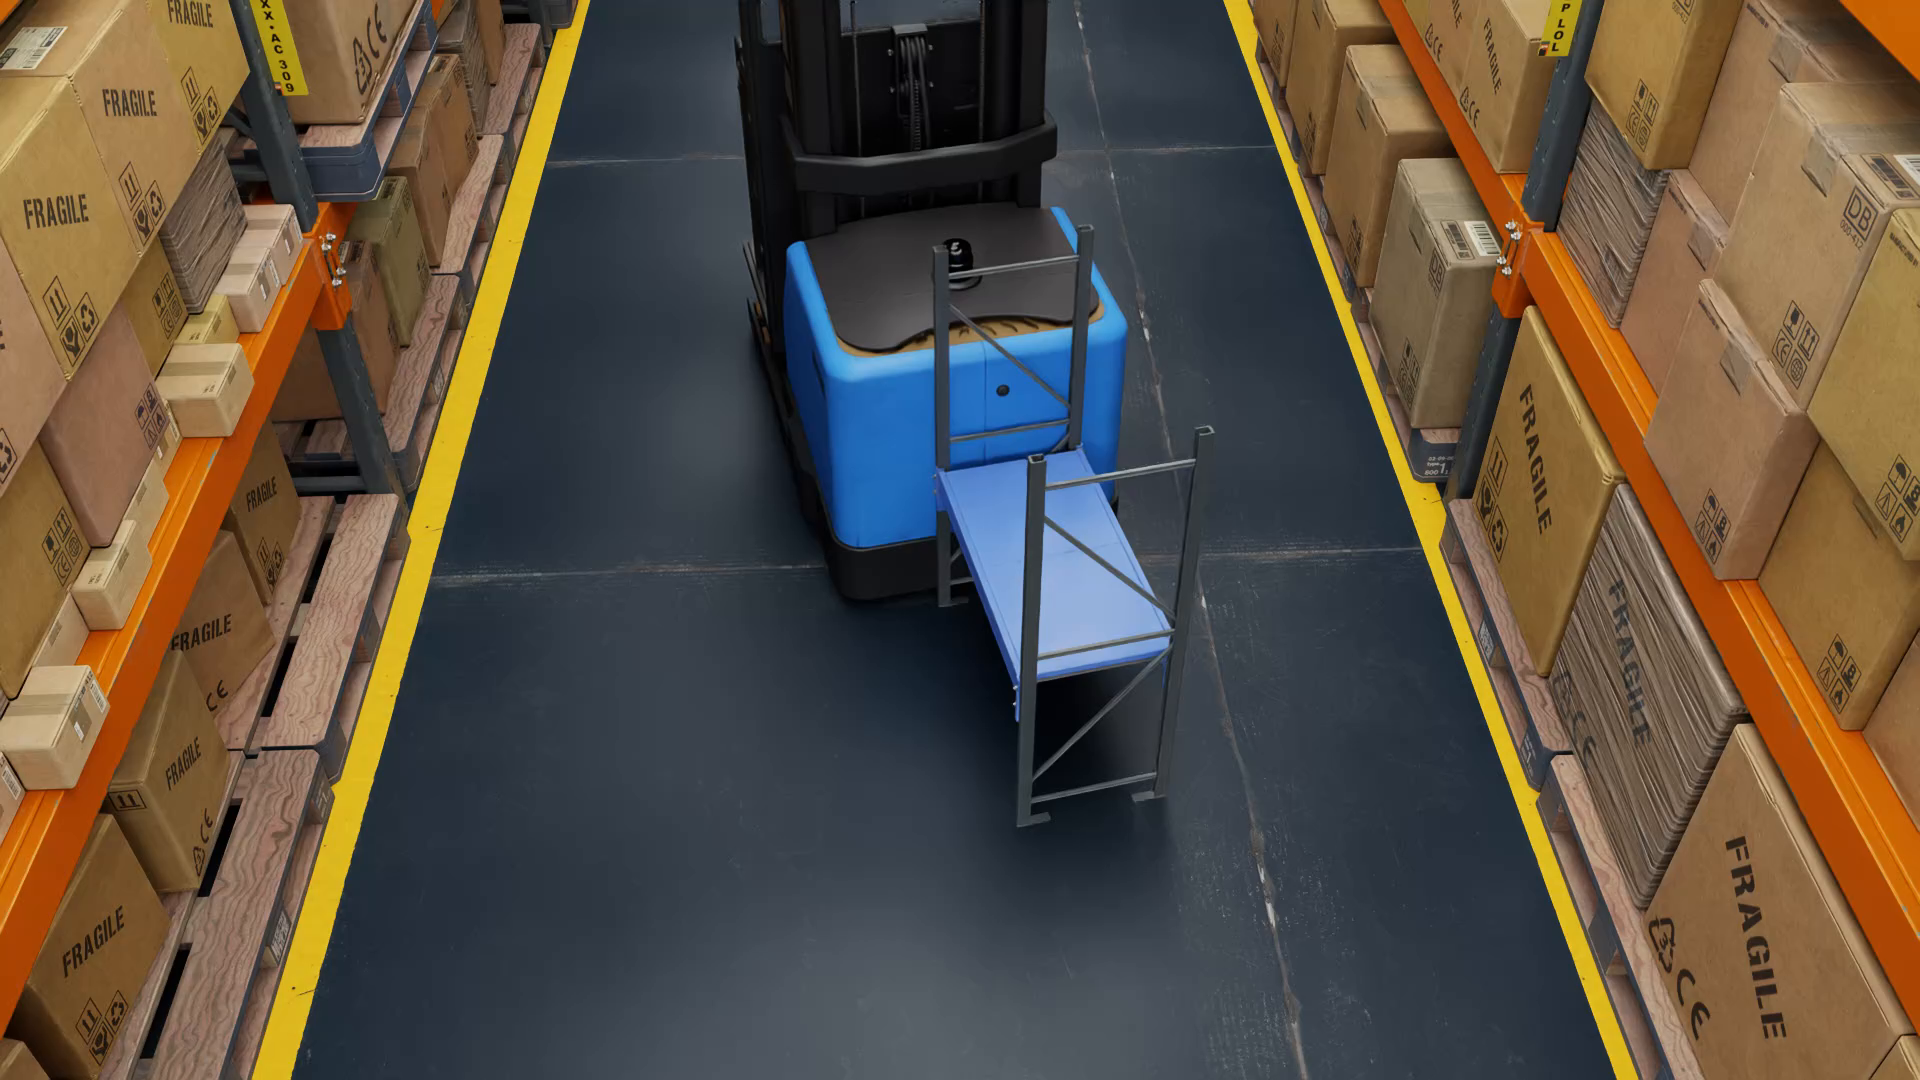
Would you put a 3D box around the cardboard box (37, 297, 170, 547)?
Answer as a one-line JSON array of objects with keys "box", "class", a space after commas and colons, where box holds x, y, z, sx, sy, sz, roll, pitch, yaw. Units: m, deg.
[{"box": [-2.535, -0.320, 4.085, 0.875, 0.500, 0.500, -2, 43, -2], "class": "cardboard box"}]

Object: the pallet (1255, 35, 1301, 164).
[{"box": [2.147, -2.365, 8.674, 1.003, 0.211, 1.213, -2, 43, -2], "class": "pallet"}]

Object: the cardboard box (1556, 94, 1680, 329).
[{"box": [2.387, -1.033, 5.046, 0.875, 0.550, 0.550, -2, 43, -2], "class": "cardboard box"}]

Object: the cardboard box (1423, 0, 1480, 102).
[{"box": [2.048, -1.949, 6.083, 0.500, 0.500, 0.500, -2, 43, -2], "class": "cardboard box"}]

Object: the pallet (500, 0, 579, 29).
[{"box": [-2.729, -3.359, 9.759, 1.003, 0.211, 1.213, -2, 43, -2], "class": "pallet"}]

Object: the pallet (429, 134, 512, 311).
[{"box": [-2.690, -1.476, 7.704, 1.003, 0.211, 1.213, -2, 43, -2], "class": "pallet"}]

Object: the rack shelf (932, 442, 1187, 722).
[{"box": [0.291, 0.105, 5.291, 0.538, 0.185, 1.000, -10, 43, -11], "class": "rack shelf"}]

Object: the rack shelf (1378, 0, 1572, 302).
[{"box": [2.274, -2.312, 7.084, 1.077, 0.370, 4.000, -2, 43, -2], "class": "rack shelf"}]

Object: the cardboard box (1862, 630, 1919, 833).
[{"box": [2.524, 0.417, 3.464, 0.875, 0.550, 0.550, -2, 43, -2], "class": "cardboard box"}]

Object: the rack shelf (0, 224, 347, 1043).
[{"box": [-2.516, 0.463, 4.058, 1.077, 0.370, 4.000, -2, 43, -2], "class": "rack shelf"}]

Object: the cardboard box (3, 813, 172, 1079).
[{"box": [-2.508, 1.067, 4.406, 0.500, 0.500, 0.500, 2, 43, 2], "class": "cardboard box"}]

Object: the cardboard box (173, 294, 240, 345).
[{"box": [-2.346, -0.584, 4.853, 0.380, 0.149, 0.250, -2, 43, -2], "class": "cardboard box"}]

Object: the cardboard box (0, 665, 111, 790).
[{"box": [-2.172, 0.426, 3.752, 0.380, 0.149, 0.250, -2, 43, -2], "class": "cardboard box"}]

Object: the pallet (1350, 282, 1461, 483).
[{"box": [2.251, -0.717, 6.877, 1.003, 0.211, 1.213, -2, 43, -2], "class": "pallet"}]

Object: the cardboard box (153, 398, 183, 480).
[{"box": [-2.345, -0.246, 4.484, 0.380, 0.149, 0.250, -2, 43, -2], "class": "cardboard box"}]

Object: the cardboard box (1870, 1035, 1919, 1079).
[{"box": [2.434, 1.646, 3.496, 0.875, 0.875, 0.875, -1, 43, -2], "class": "cardboard box"}]

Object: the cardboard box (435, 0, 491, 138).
[{"box": [-2.686, -2.268, 8.029, 0.700, 0.500, 0.500, -5, 43, -5], "class": "cardboard box"}]

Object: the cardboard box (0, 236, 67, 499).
[{"box": [-2.246, -0.359, 3.388, 0.500, 0.500, 0.500, -2, 43, -2], "class": "cardboard box"}]

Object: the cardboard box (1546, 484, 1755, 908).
[{"box": [2.358, 0.437, 4.815, 0.875, 0.875, 0.875, -1, 43, -1], "class": "cardboard box"}]

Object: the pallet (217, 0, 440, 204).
[{"box": [-2.488, -1.602, 5.920, 1.003, 0.211, 1.213, -2, 43, -2], "class": "pallet"}]

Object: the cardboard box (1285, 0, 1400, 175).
[{"box": [2.166, -2.249, 7.838, 1.050, 0.750, 0.750, -1, 43, -1], "class": "cardboard box"}]

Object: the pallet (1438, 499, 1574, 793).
[{"box": [2.313, 0.317, 5.748, 1.003, 0.211, 1.213, -2, 43, -2], "class": "pallet"}]

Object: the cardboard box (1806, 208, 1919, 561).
[{"box": [2.396, -0.336, 3.486, 0.875, 0.550, 0.500, -2, 43, -2], "class": "cardboard box"}]

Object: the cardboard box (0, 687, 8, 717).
[{"box": [-2.546, 0.356, 3.347, 0.875, 0.500, 0.500, -2, 43, -2], "class": "cardboard box"}]

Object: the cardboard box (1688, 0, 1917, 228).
[{"box": [2.480, -1.062, 4.279, 0.875, 0.550, 0.550, -2, 43, -2], "class": "cardboard box"}]

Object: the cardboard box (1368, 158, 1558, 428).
[{"box": [2.243, -0.969, 6.441, 1.050, 0.750, 0.750, -2, 43, -2], "class": "cardboard box"}]

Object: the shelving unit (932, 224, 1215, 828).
[{"box": [0.291, -0.027, 5.170, 0.538, 1.500, 1.048, -10, 43, -11], "class": "shelving unit"}]

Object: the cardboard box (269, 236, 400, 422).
[{"box": [-2.605, -0.808, 6.436, 0.700, 0.500, 0.500, -5, 43, -5], "class": "cardboard box"}]

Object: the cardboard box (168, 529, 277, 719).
[{"box": [-2.592, 0.272, 5.273, 0.500, 0.500, 0.500, 11, 44, 12], "class": "cardboard box"}]

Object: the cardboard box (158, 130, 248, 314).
[{"box": [-2.643, -0.994, 4.820, 0.875, 0.500, 0.500, -2, 43, -2], "class": "cardboard box"}]

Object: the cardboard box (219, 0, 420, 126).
[{"box": [-2.495, -2.069, 5.532, 1.000, 1.000, 1.000, -1, 43, -2], "class": "cardboard box"}]

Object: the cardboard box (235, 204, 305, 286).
[{"box": [-2.298, -0.923, 5.223, 0.380, 0.149, 0.250, -2, 43, -2], "class": "cardboard box"}]

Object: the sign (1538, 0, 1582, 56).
[{"box": [1.817, -1.602, 4.980, 0.100, 0.325, 0.005, -2, 43, -2], "class": "sign"}]

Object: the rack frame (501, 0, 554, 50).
[{"box": [-2.771, -3.853, 8.234, 1.000, 3.000, 0.127, -2, 43, -2], "class": "rack frame"}]

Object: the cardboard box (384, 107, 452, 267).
[{"box": [-2.631, -1.509, 7.200, 0.700, 0.500, 0.500, -5, 43, -5], "class": "cardboard box"}]

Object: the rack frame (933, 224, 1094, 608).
[{"box": [0.163, -0.360, 5.533, 0.500, 1.500, 0.032, -10, 43, -11], "class": "rack frame"}]

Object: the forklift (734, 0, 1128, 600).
[{"box": [-0.289, -1.878, 6.130, 1.130, 2.935, 3.031, -10, 43, -11], "class": "forklift"}]

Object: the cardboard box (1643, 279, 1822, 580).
[{"box": [2.338, -0.295, 4.241, 0.875, 0.550, 0.550, -2, 43, -2], "class": "cardboard box"}]

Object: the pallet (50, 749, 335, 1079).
[{"box": [-2.482, 1.153, 4.835, 1.003, 0.211, 1.213, -2, 43, -2], "class": "pallet"}]

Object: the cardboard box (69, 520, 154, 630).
[{"box": [-2.249, 0.090, 4.118, 0.380, 0.149, 0.250, -2, 43, -2], "class": "cardboard box"}]

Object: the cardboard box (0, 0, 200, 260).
[{"box": [-2.284, -1.034, 4.124, 0.500, 0.500, 0.500, -2, 43, -2], "class": "cardboard box"}]
